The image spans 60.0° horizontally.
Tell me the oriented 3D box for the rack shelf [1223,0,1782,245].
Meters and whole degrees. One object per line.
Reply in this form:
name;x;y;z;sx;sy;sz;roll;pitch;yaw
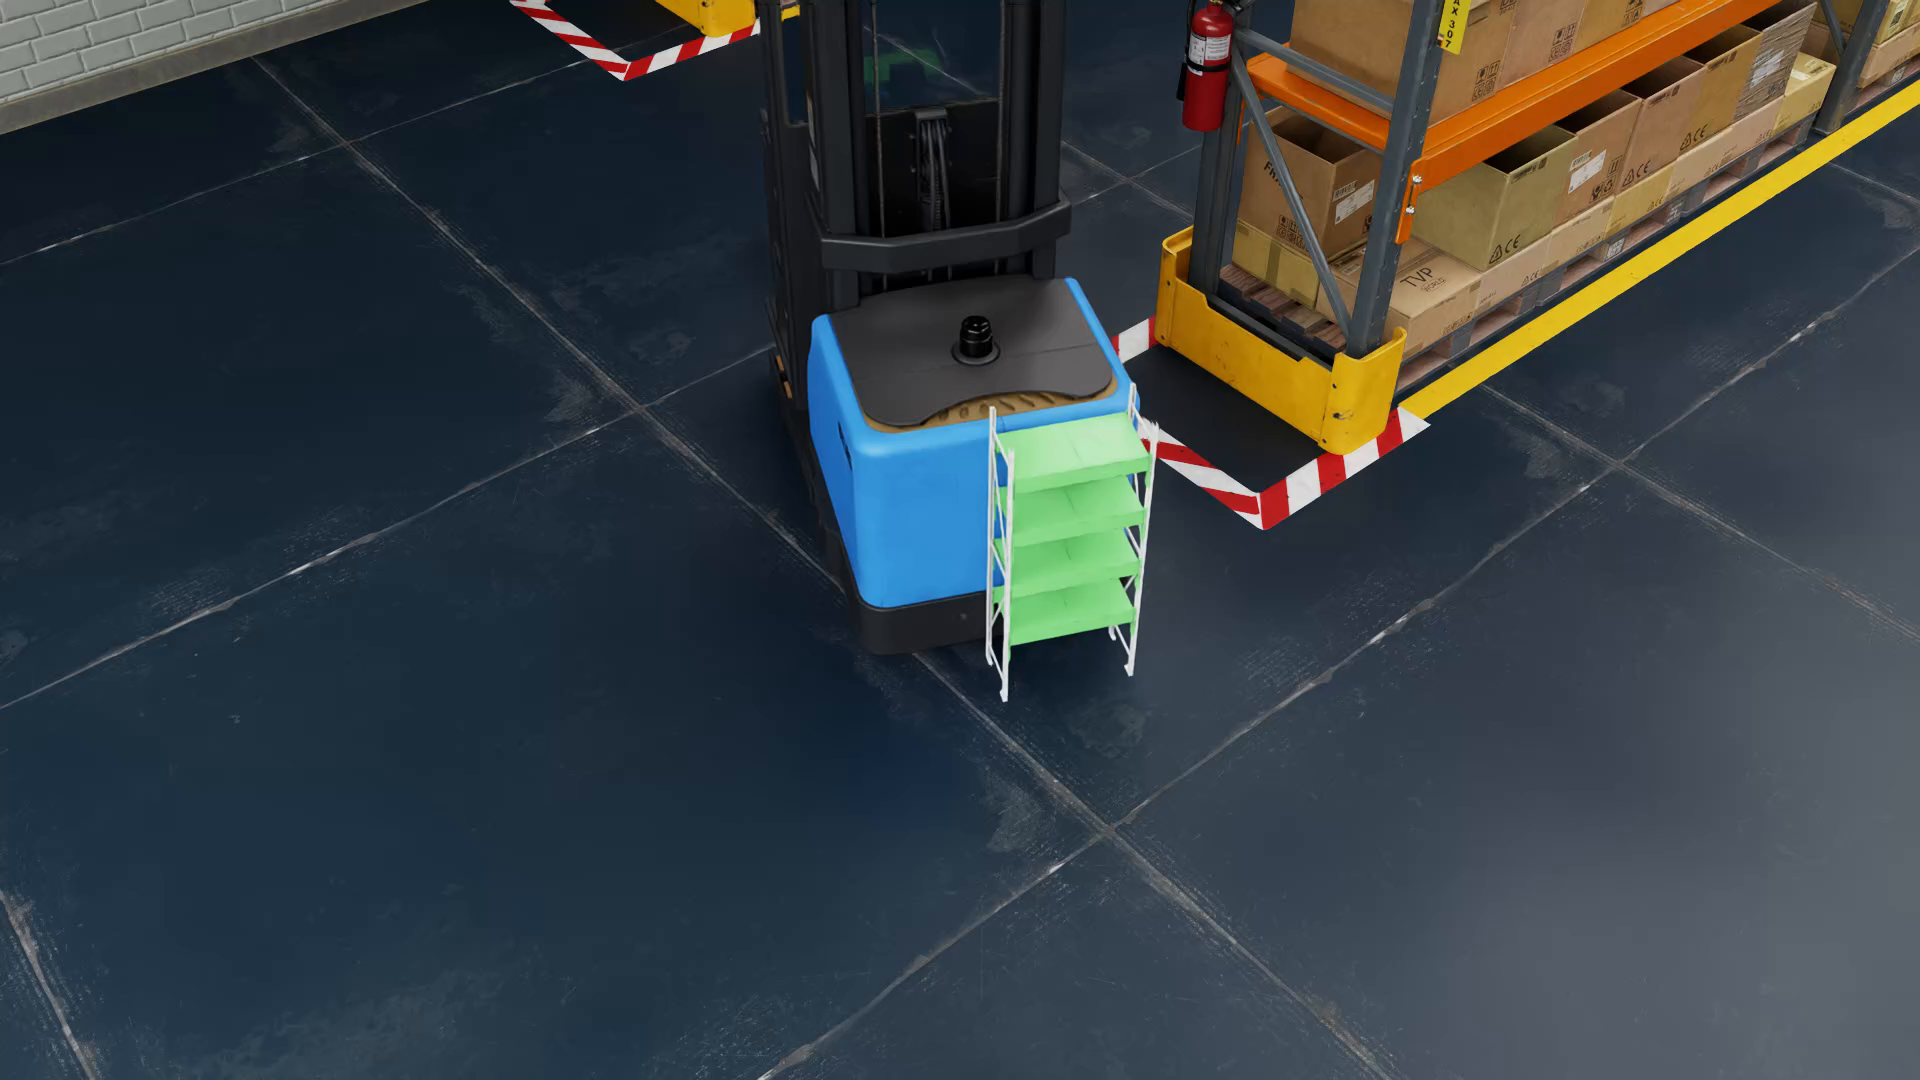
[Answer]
rack shelf;2.937;-2.448;7.691;4.000;0.370;1.077;-30;51;-28

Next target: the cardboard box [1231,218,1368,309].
cardboard box;1.625;-1.373;7.723;0.500;0.250;0.500;-30;51;-28

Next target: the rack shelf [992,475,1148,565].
rack shelf;0.371;-0.093;5.715;0.480;0.148;0.258;-10;44;-11

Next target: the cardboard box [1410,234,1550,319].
cardboard box;2.338;-1.323;7.669;0.500;0.250;0.500;-30;51;-28

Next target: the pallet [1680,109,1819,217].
pallet;3.834;-2.245;8.986;1.213;0.211;1.003;-30;51;-28

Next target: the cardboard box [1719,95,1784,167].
cardboard box;3.866;-2.207;8.610;0.500;0.250;0.500;-30;51;-28

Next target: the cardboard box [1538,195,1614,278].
cardboard box;2.722;-1.542;7.903;0.500;0.250;0.500;-30;51;-28

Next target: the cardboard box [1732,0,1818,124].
cardboard box;3.865;-2.481;8.355;0.500;0.500;0.500;-30;51;-28

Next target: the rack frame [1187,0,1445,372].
rack frame;1.403;-1.832;6.509;0.127;3.000;1.000;-30;51;-28

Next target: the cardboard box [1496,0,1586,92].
cardboard box;2.169;-2.300;6.935;0.500;0.500;0.700;-28;50;-27

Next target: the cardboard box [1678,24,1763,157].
cardboard box;3.484;-2.259;8.119;0.500;0.500;0.500;-30;51;-28

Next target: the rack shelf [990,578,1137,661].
rack shelf;0.371;0.257;6.044;0.480;0.148;0.258;-10;44;-11

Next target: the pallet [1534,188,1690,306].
pallet;2.898;-1.706;8.413;1.213;0.211;1.003;-30;51;-28

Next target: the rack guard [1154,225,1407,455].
rack guard;1.384;-0.910;7.354;0.348;0.500;1.175;-30;51;-28

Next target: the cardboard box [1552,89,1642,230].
cardboard box;2.715;-1.822;7.653;0.500;0.500;0.500;-30;51;-28

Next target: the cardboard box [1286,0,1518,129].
cardboard box;1.769;-2.067;6.686;0.500;0.500;0.700;-30;51;-28

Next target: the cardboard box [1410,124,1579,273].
cardboard box;2.339;-1.595;7.412;0.500;0.500;0.500;-30;51;-28

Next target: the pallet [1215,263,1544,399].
pallet;1.963;-1.173;7.845;1.213;0.211;1.003;-30;51;-28

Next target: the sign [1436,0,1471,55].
sign;1.754;-1.882;5.873;0.005;0.325;0.100;-30;51;-28

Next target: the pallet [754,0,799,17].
pallet;-1.074;-3.787;10.628;1.213;0.211;1.003;-30;51;-28

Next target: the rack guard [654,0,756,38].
rack guard;-1.720;-3.554;10.169;0.348;0.500;1.175;-30;51;-28

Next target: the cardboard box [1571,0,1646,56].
cardboard box;2.554;-2.515;7.164;0.500;0.500;0.700;-29;51;-28

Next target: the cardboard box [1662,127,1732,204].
cardboard box;3.492;-1.979;8.368;0.500;0.250;0.500;-30;51;-28

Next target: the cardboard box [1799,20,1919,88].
cardboard box;4.939;-2.787;9.228;0.500;0.250;0.500;-31;51;-29

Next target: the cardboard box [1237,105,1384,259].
cardboard box;1.623;-1.648;7.467;0.500;0.500;0.500;-30;51;-28

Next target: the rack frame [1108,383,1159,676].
rack frame;0.607;-0.008;5.882;0.015;1.200;0.240;-10;44;-11

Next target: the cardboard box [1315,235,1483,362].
cardboard box;1.957;-1.101;7.433;0.500;0.250;0.500;-30;51;-28

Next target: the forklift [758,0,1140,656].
forklift;-0.226;-1.663;6.380;1.130;2.935;3.031;-10;44;-11

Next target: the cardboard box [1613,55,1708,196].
cardboard box;3.109;-2.032;7.877;0.500;0.500;0.500;-30;51;-28

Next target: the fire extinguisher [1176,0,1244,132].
fire extinguisher;1.014;-1.996;6.740;0.183;0.674;0.296;-30;51;-28

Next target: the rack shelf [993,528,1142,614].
rack shelf;0.371;0.082;5.880;0.480;0.148;0.258;-10;44;-11

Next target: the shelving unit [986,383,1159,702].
shelving unit;0.371;0.035;5.836;0.503;1.200;0.258;-10;44;-11

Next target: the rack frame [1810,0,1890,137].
rack frame;4.471;-3.589;8.380;0.127;3.000;1.000;-30;51;-28

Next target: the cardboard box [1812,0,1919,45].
cardboard box;4.948;-2.995;9.040;0.500;0.311;0.500;-30;51;-28

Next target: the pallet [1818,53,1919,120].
pallet;5.011;-2.916;9.701;1.213;0.211;1.003;-30;51;-28

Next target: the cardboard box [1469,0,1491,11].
cardboard box;1.842;-2.164;6.316;0.250;0.149;0.380;-30;51;-28

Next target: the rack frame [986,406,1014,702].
rack frame;0.135;0.079;5.790;0.015;1.200;0.240;-10;44;-11

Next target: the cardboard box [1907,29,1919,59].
cardboard box;5.332;-3.010;9.466;0.500;0.250;0.500;-29;50;-27

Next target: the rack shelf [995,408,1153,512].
rack shelf;0.371;-0.268;5.551;0.480;0.148;0.258;-10;44;-11

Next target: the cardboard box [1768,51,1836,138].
cardboard box;4.256;-2.421;8.839;0.500;0.250;0.500;-30;51;-28

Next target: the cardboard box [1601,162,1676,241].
cardboard box;3.109;-1.759;8.134;0.500;0.250;0.500;-30;51;-28

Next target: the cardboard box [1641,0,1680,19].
cardboard box;2.955;-2.748;7.412;0.500;0.500;0.700;-28;50;-27
